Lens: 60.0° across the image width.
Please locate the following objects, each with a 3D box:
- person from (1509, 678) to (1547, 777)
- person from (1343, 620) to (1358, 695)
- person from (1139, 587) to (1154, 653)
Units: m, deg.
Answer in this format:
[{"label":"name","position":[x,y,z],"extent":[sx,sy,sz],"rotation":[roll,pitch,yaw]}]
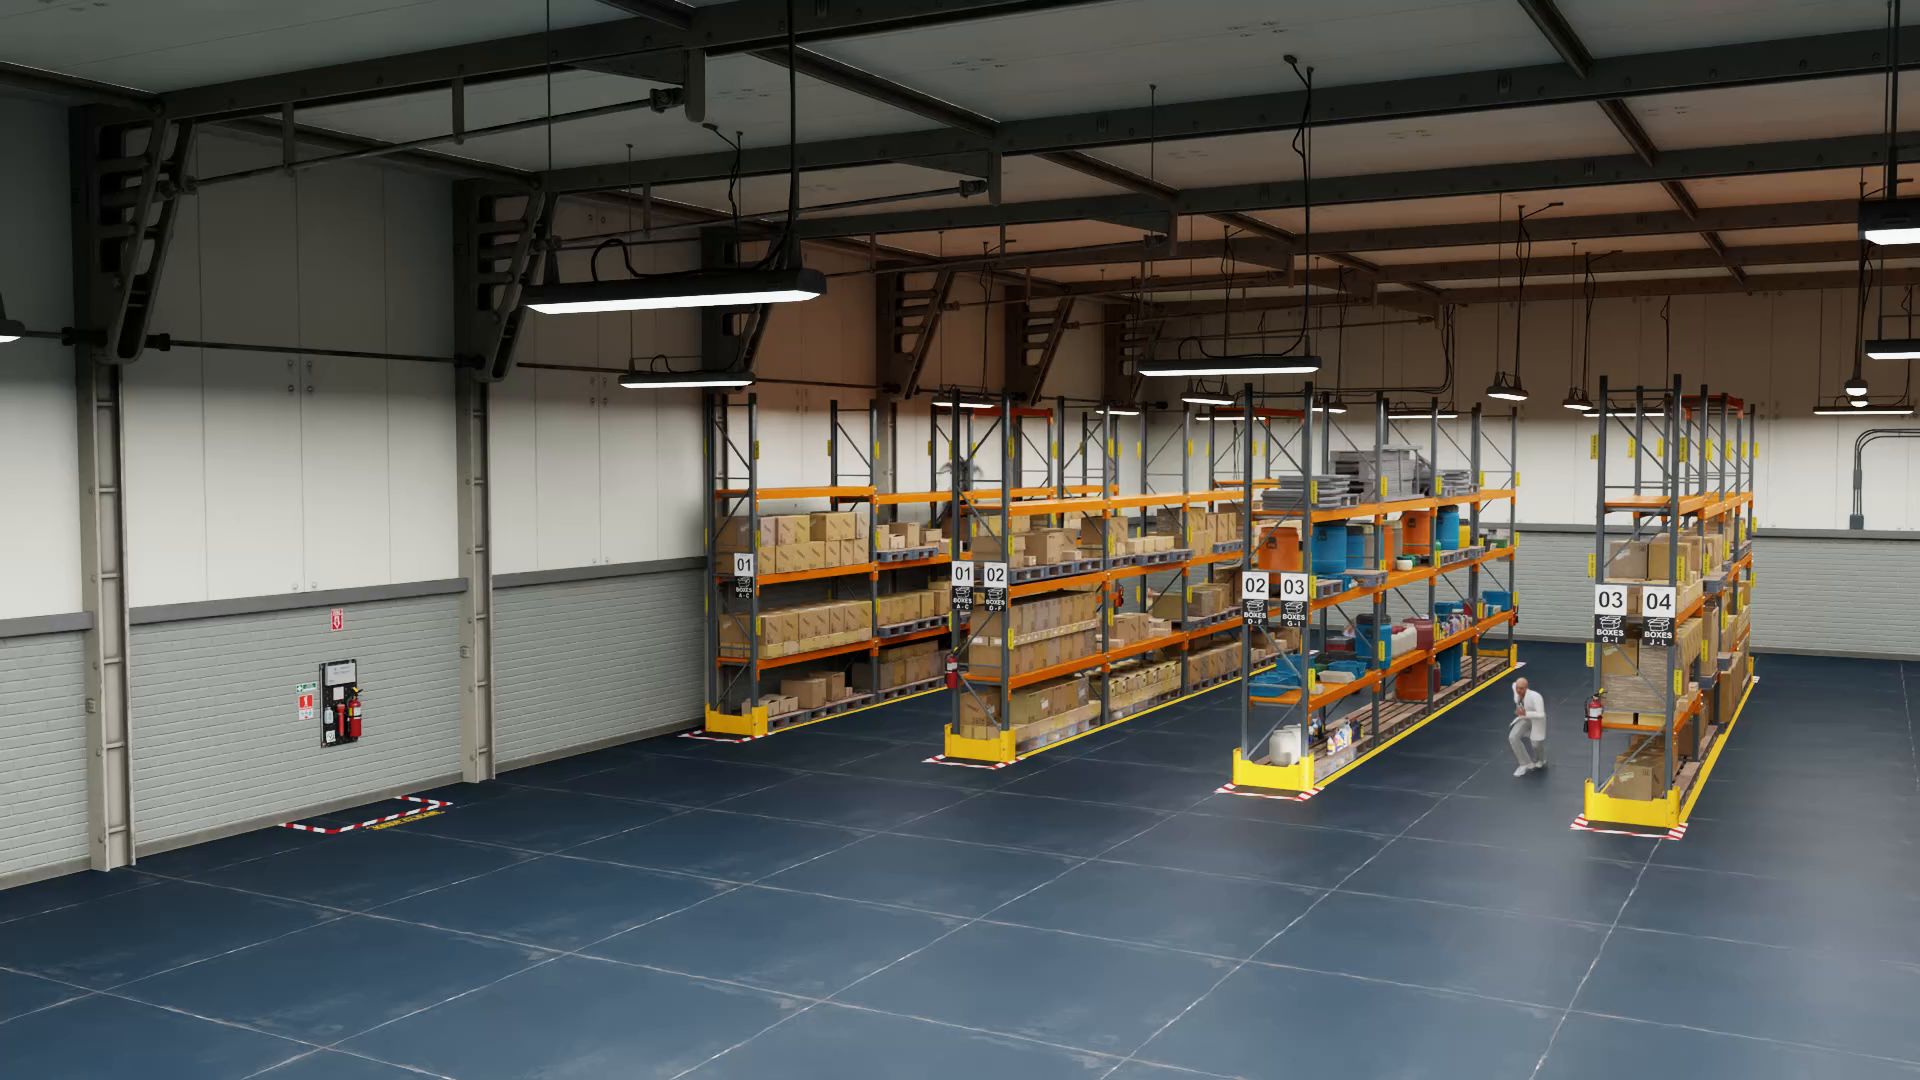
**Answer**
[{"label":"person","position":[8.818,2.858,25.651],"extent":[1.240,1.558,0.693],"rotation":[-3,4,-44]},{"label":"person","position":[8.010,2.387,33.907],"extent":[0.593,1.556,0.754],"rotation":[-2,4,-34]},{"label":"person","position":[4.586,1.976,40.573],"extent":[0.548,1.688,0.689],"rotation":[1,3,20]}]
